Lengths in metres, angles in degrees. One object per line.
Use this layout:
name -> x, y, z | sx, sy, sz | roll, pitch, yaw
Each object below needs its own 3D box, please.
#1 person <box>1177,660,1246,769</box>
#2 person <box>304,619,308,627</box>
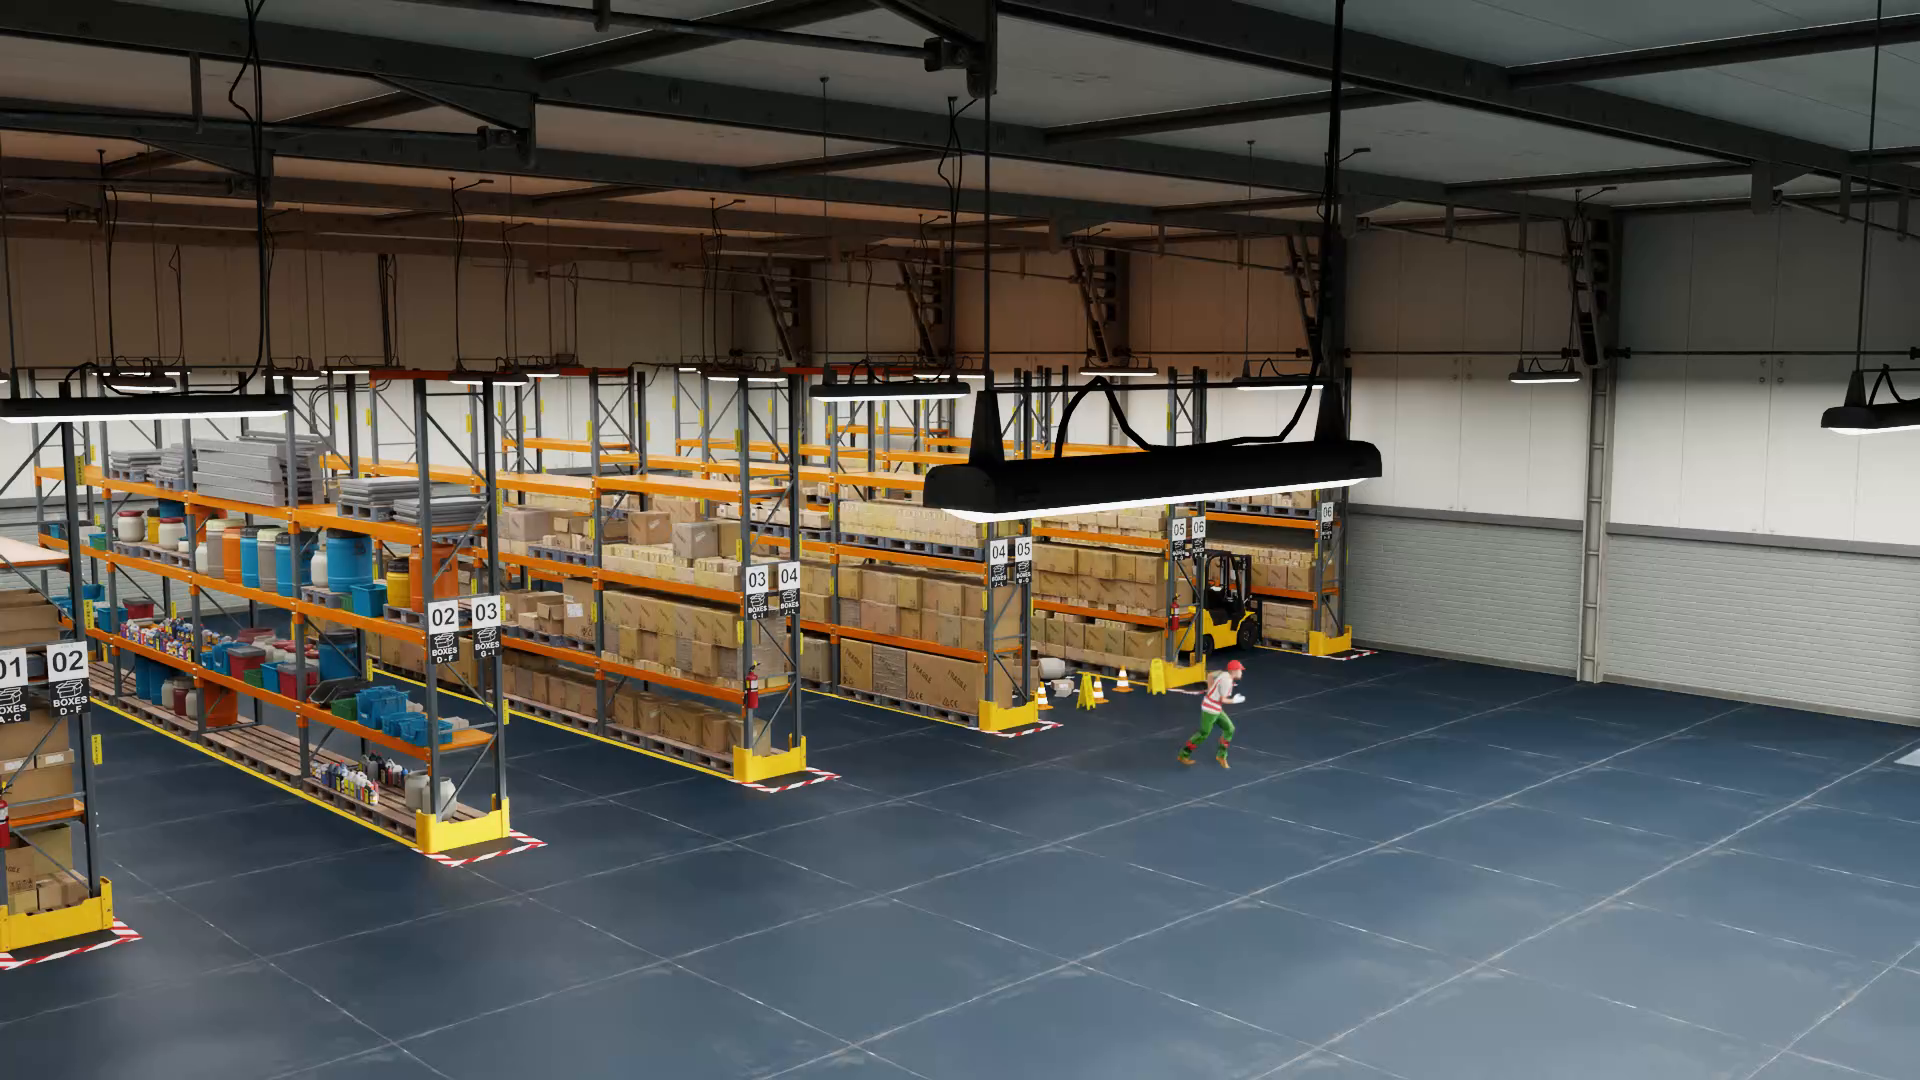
person -> 3.827, 2.669, 25.339 | 1.008, 1.715, 0.705 | 1, 7, 8
person -> -14.374, 1.346, 37.076 | 0.844, 1.661, 0.617 | -3, 7, -28
